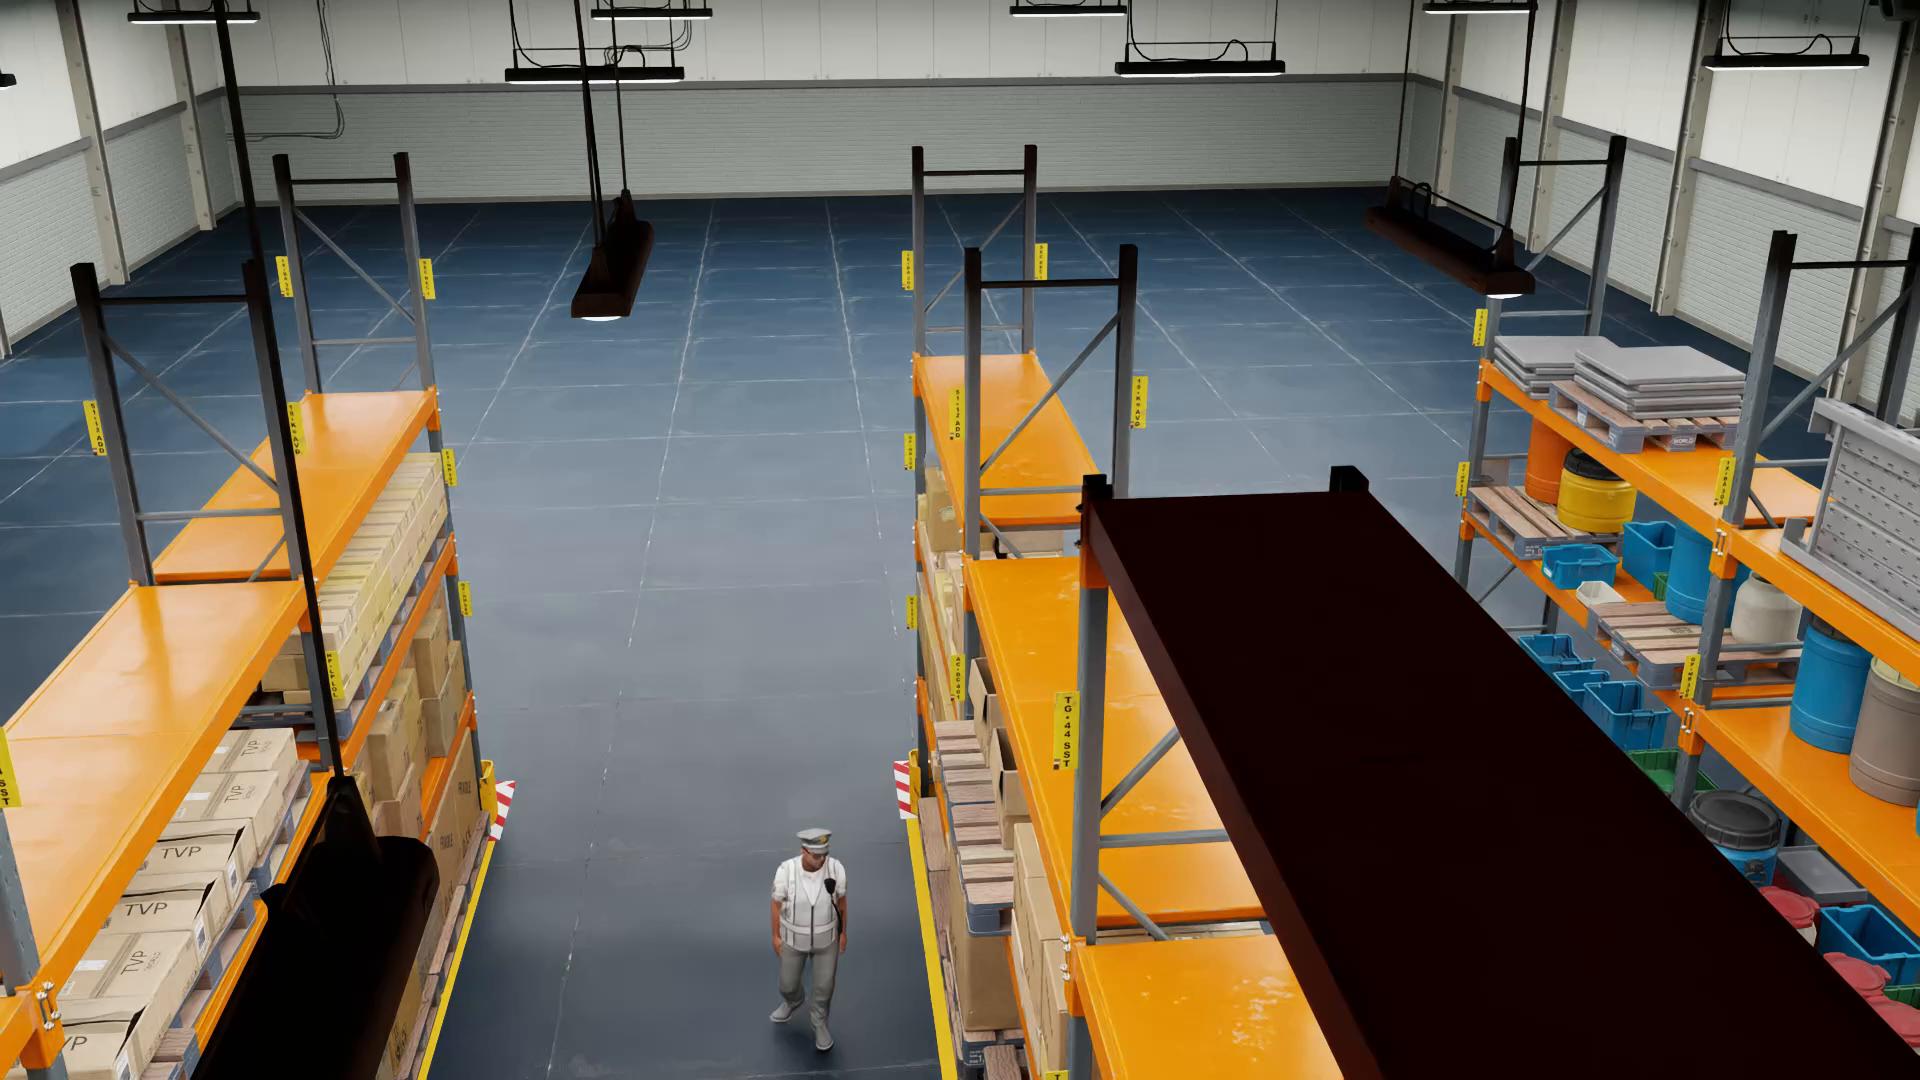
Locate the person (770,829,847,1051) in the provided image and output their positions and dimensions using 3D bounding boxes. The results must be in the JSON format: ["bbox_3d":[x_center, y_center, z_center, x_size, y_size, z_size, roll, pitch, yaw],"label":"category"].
[{"bbox_3d":[-1.114,2.843,12.089,0.584,1.757,0.544,-4,22,-11],"label":"person"}]
